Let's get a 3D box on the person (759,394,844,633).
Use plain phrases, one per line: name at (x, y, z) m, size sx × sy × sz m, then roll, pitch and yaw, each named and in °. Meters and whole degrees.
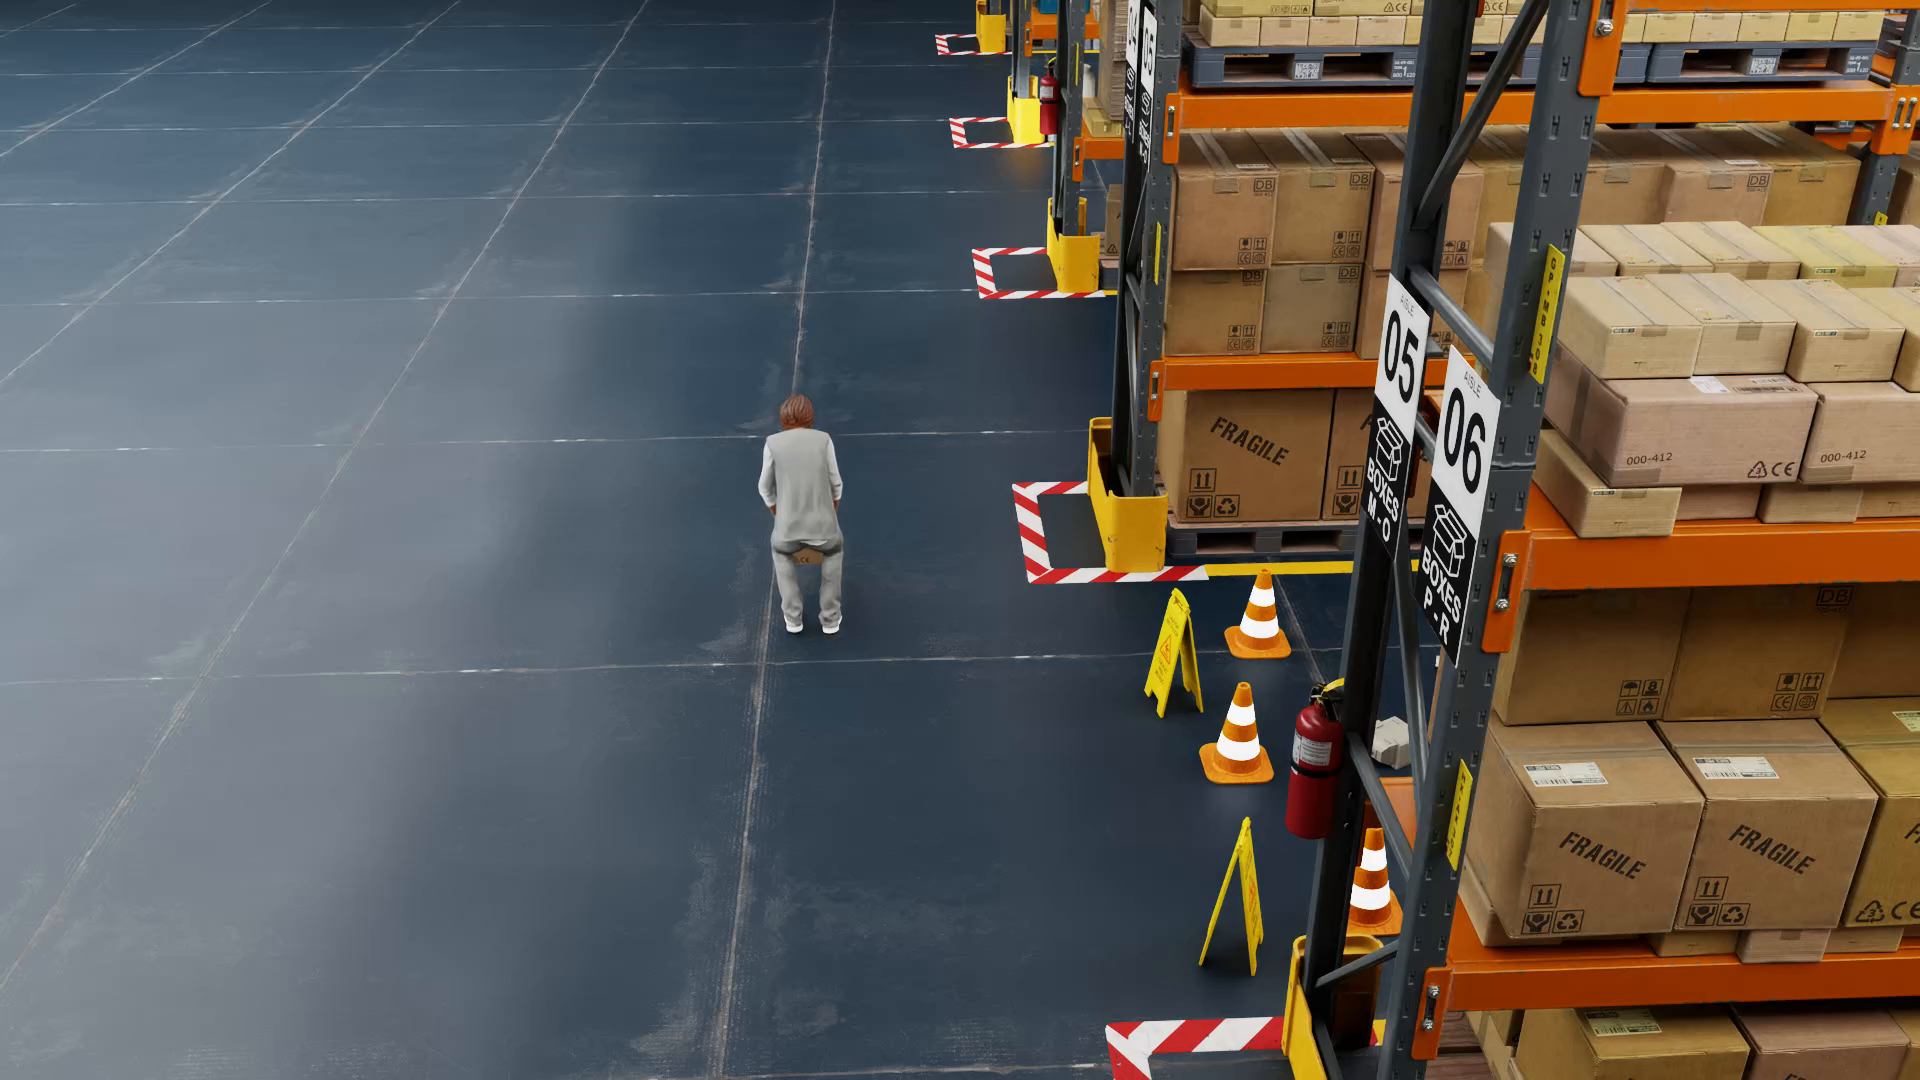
person at (-0.874, -0.101, 9.164) m, size 0.463 × 1.284 × 0.656 m, roll -1°, pitch 28°, yaw -2°
